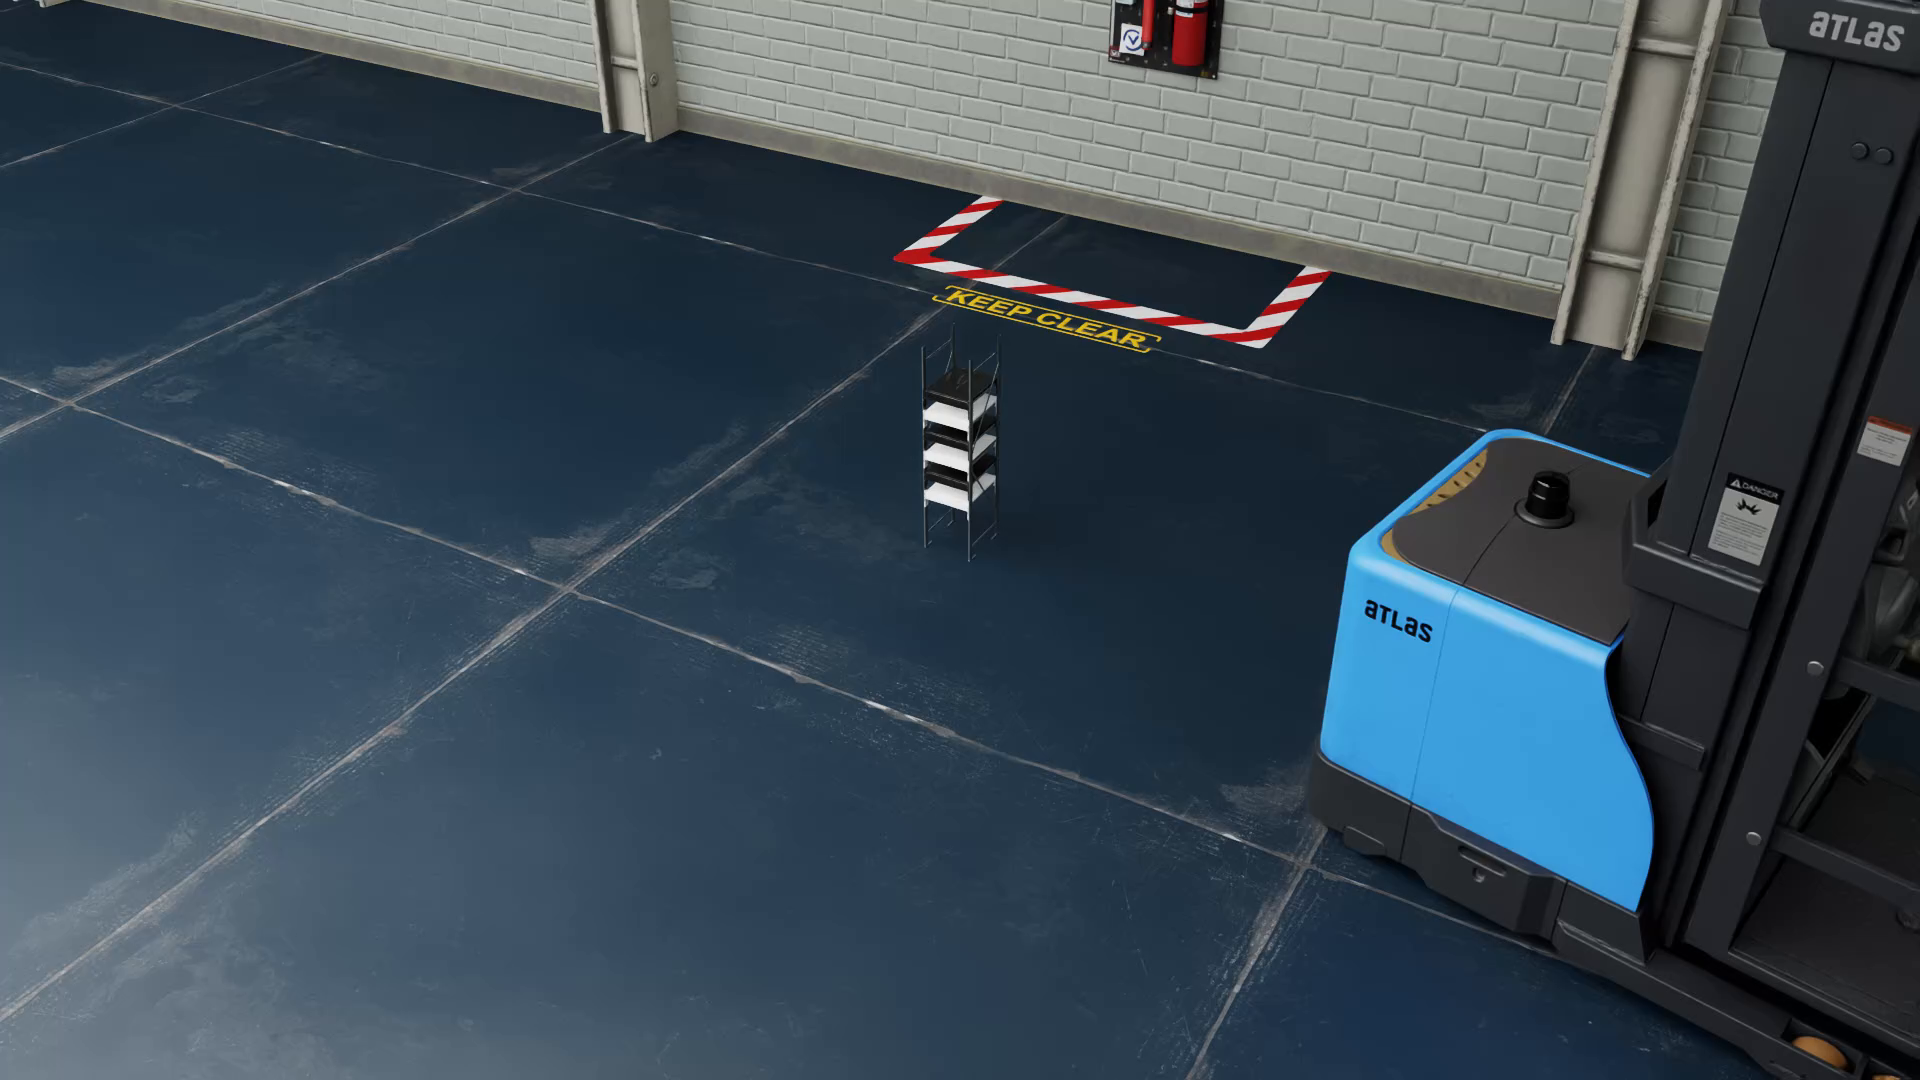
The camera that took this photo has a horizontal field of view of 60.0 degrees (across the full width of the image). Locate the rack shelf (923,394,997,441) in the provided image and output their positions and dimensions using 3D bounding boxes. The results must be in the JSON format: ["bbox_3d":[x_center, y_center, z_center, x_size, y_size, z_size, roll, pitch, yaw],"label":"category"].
[{"bbox_3d":[0.007,-0.494,6.416,0.200,0.077,0.258,18,37,24],"label":"rack shelf"}]

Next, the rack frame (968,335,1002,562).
[{"bbox_3d":[0.095,-0.344,6.455,0.006,0.900,0.240,18,37,24],"label":"rack frame"}]

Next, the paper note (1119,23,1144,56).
[{"bbox_3d":[0.917,-2.656,8.827,0.142,0.148,0.016,18,37,24],"label":"paper note"}]

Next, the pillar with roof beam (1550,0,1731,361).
[{"bbox_3d":[1.027,-2.668,2.638,0.400,9.000,9.100,18,37,24],"label":"pillar with roof beam"}]

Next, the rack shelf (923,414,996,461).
[{"bbox_3d":[0.007,-0.419,6.466,0.200,0.077,0.258,18,37,24],"label":"rack shelf"}]

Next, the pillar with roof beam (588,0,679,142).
[{"bbox_3d":[-4.183,-4.318,5.116,0.400,9.000,9.100,18,37,24],"label":"pillar with roof beam"}]

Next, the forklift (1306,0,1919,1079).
[{"bbox_3d":[2.557,0.026,4.066,3.031,2.935,1.130,26,41,33],"label":"forklift"}]

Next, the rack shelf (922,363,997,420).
[{"bbox_3d":[0.007,-0.569,6.366,0.200,0.077,0.258,18,37,24],"label":"rack shelf"}]

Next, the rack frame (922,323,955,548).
[{"bbox_3d":[-0.081,-0.400,6.539,0.006,0.900,0.240,18,37,24],"label":"rack frame"}]

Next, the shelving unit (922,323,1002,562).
[{"bbox_3d":[0.007,-0.372,6.497,0.210,0.900,0.258,18,37,24],"label":"shelving unit"}]

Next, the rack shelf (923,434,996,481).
[{"bbox_3d":[0.007,-0.345,6.516,0.200,0.077,0.258,18,37,24],"label":"rack shelf"}]

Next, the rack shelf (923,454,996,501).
[{"bbox_3d":[0.007,-0.270,6.566,0.200,0.077,0.258,18,37,24],"label":"rack shelf"}]

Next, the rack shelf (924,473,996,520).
[{"bbox_3d":[0.007,-0.195,6.615,0.200,0.077,0.258,18,37,24],"label":"rack shelf"}]

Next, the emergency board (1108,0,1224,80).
[{"bbox_3d":[1.036,-2.941,8.460,0.643,1.169,0.194,18,37,24],"label":"emergency board"}]
